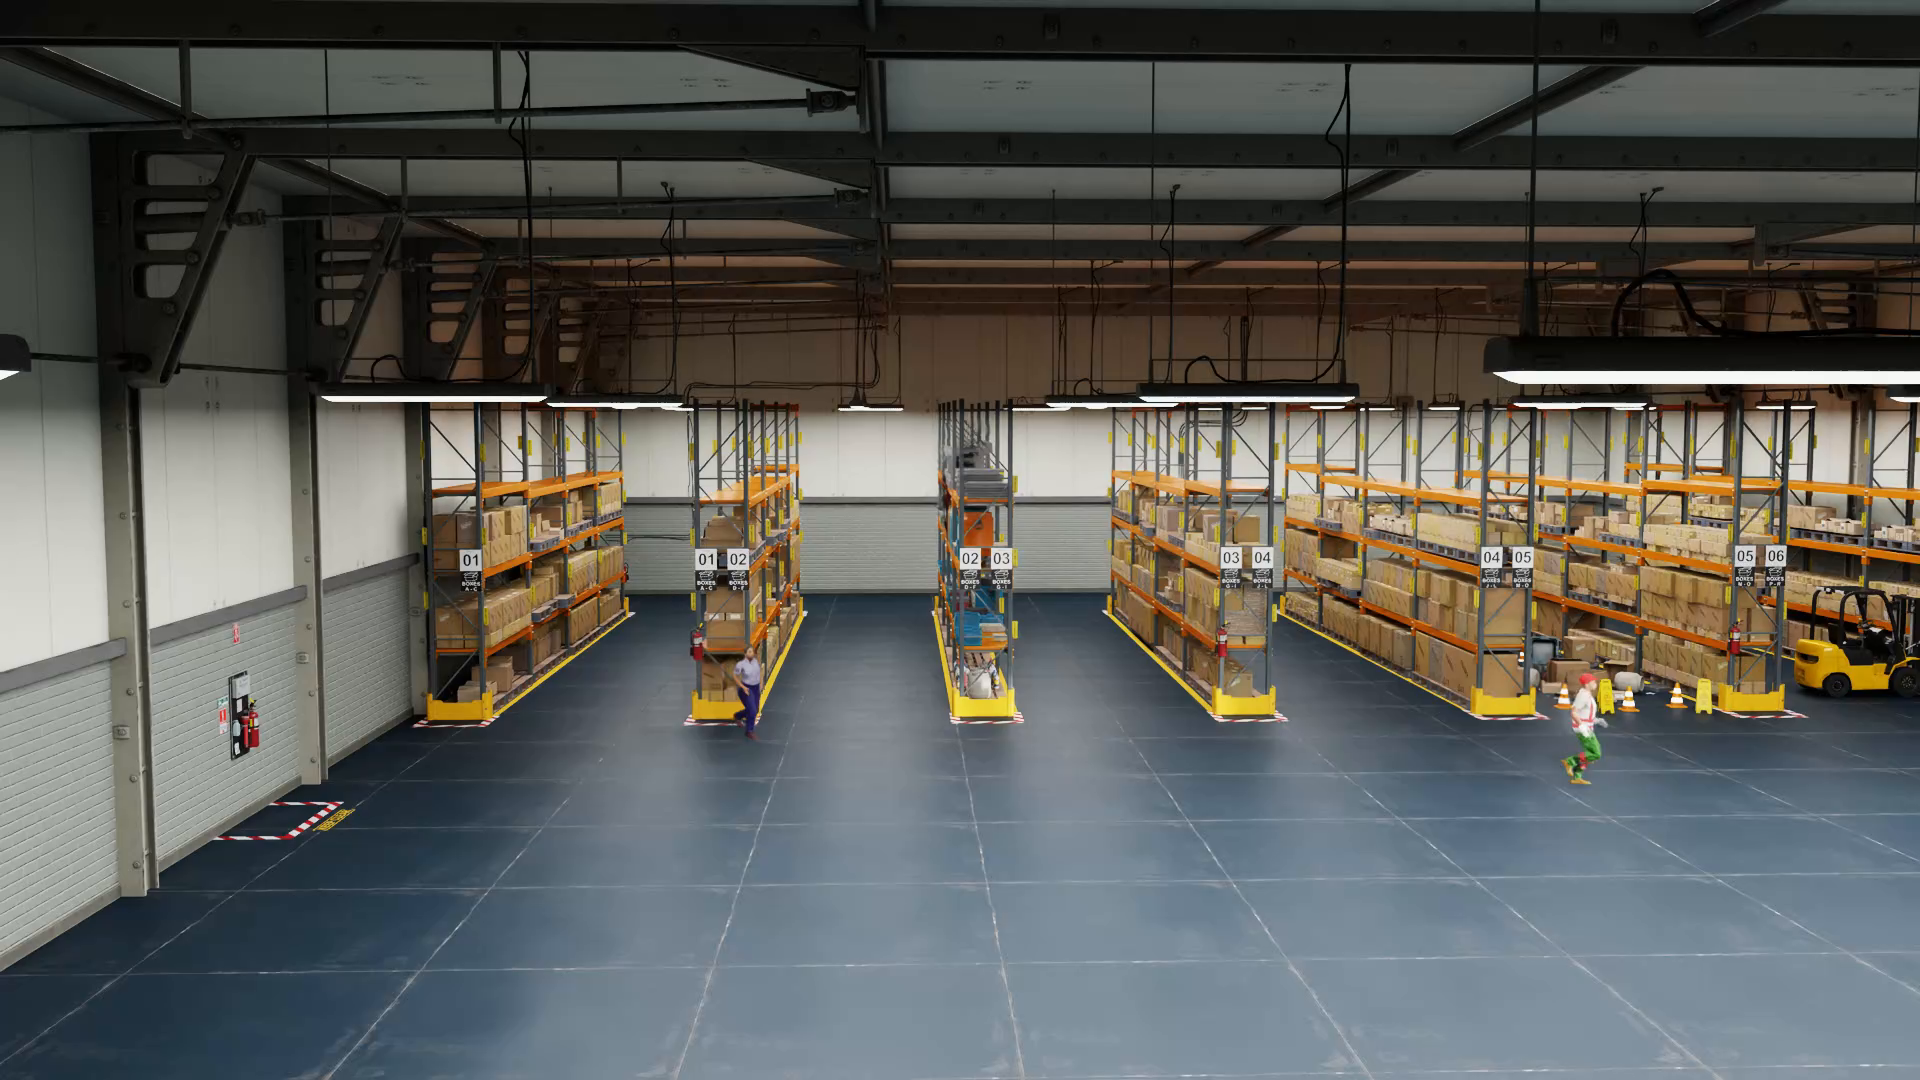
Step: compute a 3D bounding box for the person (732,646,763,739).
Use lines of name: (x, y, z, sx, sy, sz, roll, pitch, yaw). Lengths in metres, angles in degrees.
person: (-3.803, 2.686, 29.516, 0.671, 1.647, 0.613, 4, 6, 40)

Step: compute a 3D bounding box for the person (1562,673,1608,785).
person: (9.633, 2.915, 25.619, 0.634, 1.733, 0.659, 2, 5, 26)

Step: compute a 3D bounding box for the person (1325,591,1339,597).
person: (11.012, 1.157, 49.041, 0.632, 1.723, 0.645, 0, 4, -4)
